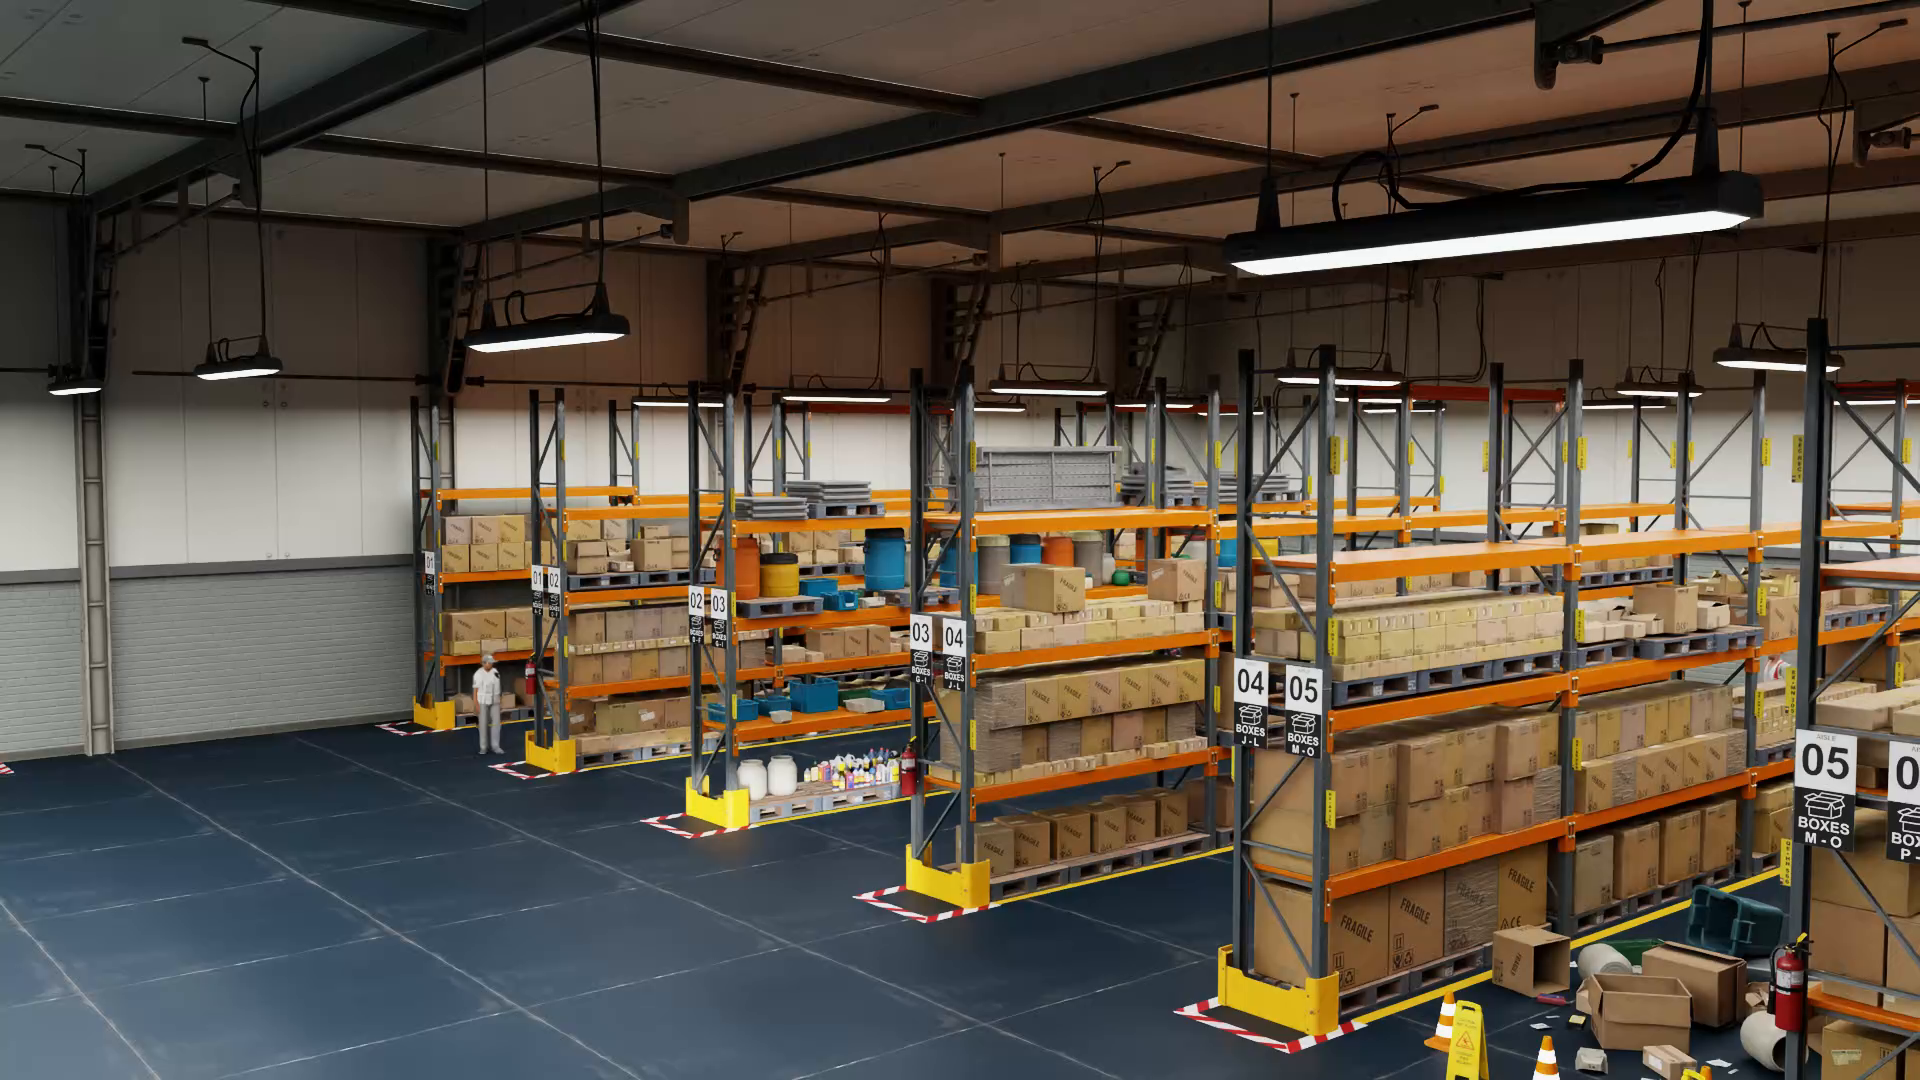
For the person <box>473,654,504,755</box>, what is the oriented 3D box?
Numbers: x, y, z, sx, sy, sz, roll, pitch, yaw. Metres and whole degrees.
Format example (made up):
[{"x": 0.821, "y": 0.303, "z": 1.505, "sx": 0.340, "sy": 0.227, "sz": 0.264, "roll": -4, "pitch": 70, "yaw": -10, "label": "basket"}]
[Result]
[{"x": -7.827, "y": 2.717, "z": 27.567, "sx": 0.508, "sy": 1.670, "sz": 0.451, "roll": -3, "pitch": 5, "yaw": -43, "label": "person"}]

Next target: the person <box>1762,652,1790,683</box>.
[{"x": 13.705, "y": 2.614, "z": 28.018, "sx": 0.480, "sy": 1.730, "sz": 1.072, "roll": 3, "pitch": 5, "yaw": 44, "label": "person"}]
